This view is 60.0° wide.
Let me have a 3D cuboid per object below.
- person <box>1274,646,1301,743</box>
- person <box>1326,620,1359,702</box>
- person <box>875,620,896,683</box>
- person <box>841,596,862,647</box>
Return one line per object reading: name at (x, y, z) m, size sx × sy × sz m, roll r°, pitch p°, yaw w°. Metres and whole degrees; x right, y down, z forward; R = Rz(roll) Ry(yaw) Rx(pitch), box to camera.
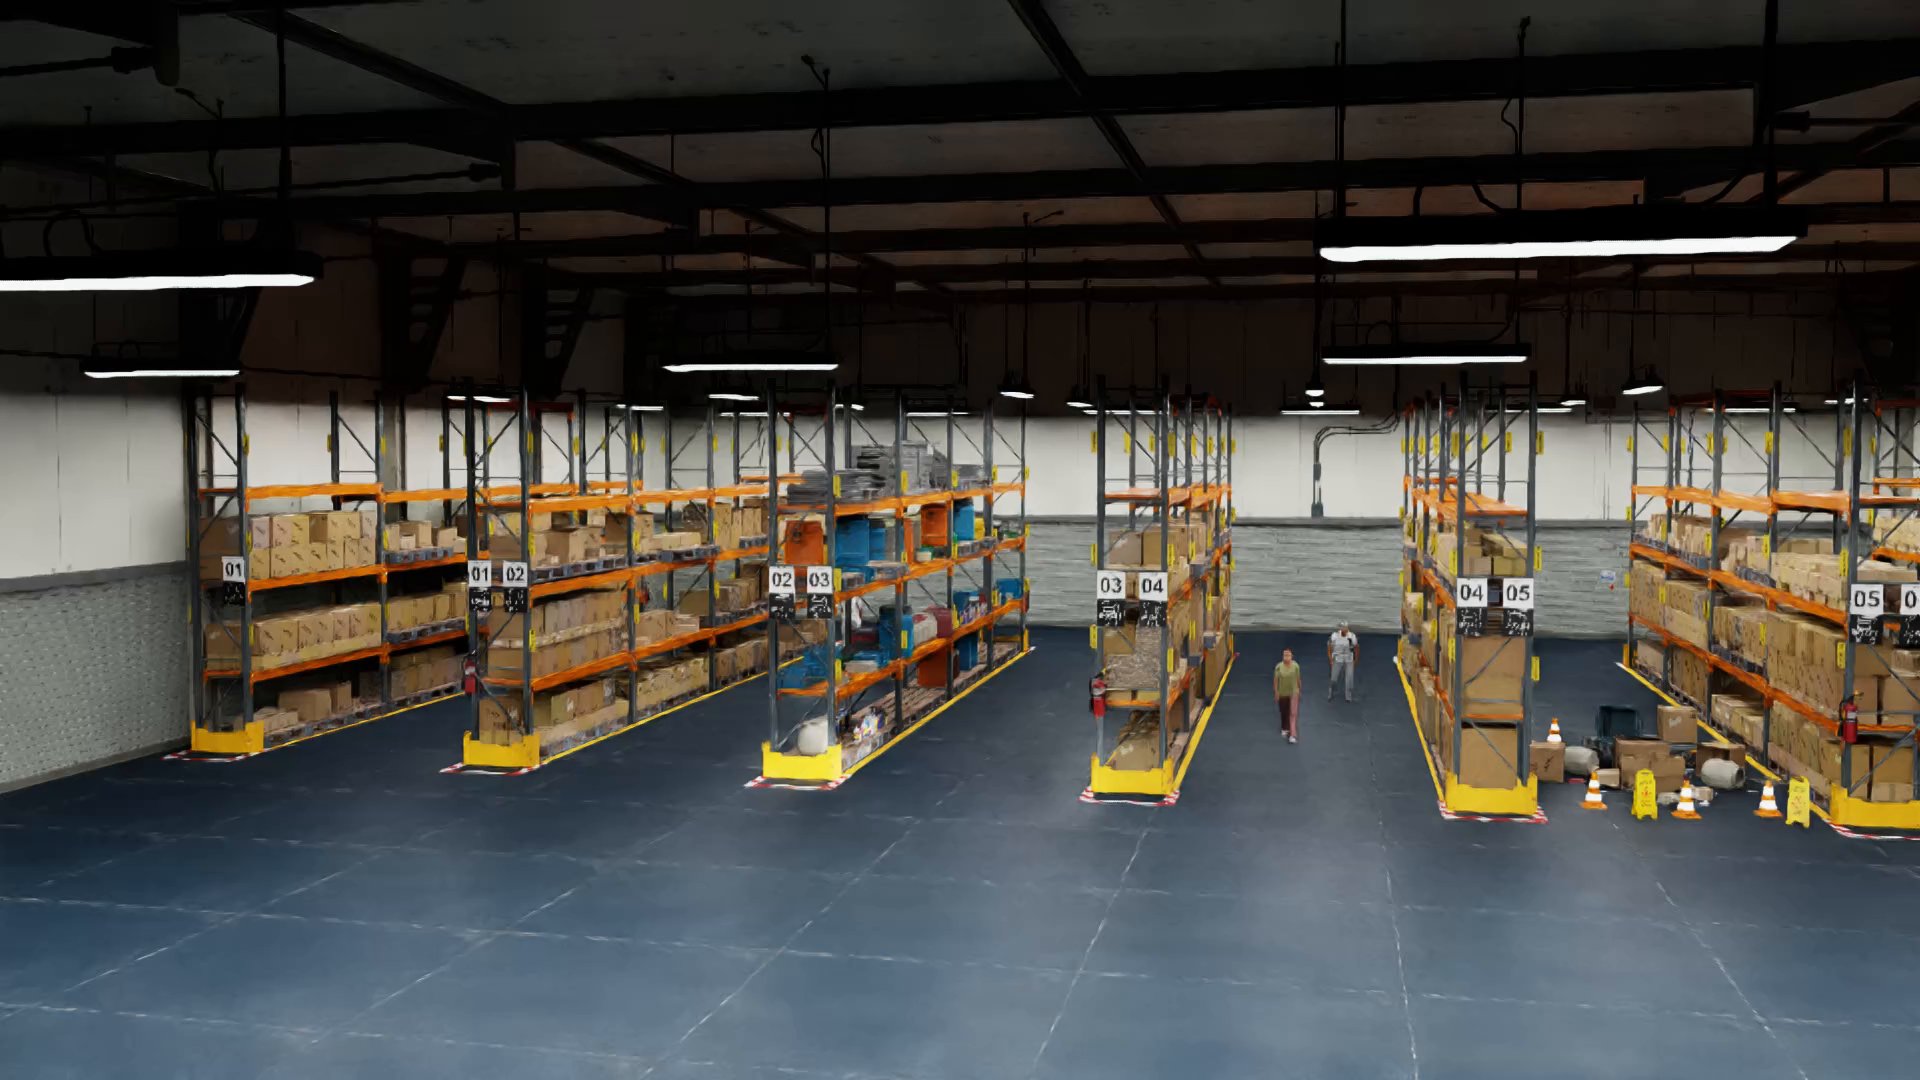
person at (5.521, 2.583, 28.096) m, size 0.448 × 1.590 × 1.109 m, roll 1°, pitch 3°, yaw 15°
person at (7.455, 2.354, 32.378) m, size 0.625 × 1.611 × 0.582 m, roll 1°, pitch 3°, yaw 10°
person at (-1.536, 2.209, 34.975) m, size 0.592 × 1.604 × 0.513 m, roll 1°, pitch 3°, yaw 11°
person at (-2.592, 1.874, 39.582) m, size 0.579 × 1.732 × 1.041 m, roll 1°, pitch 3°, yaw 12°
